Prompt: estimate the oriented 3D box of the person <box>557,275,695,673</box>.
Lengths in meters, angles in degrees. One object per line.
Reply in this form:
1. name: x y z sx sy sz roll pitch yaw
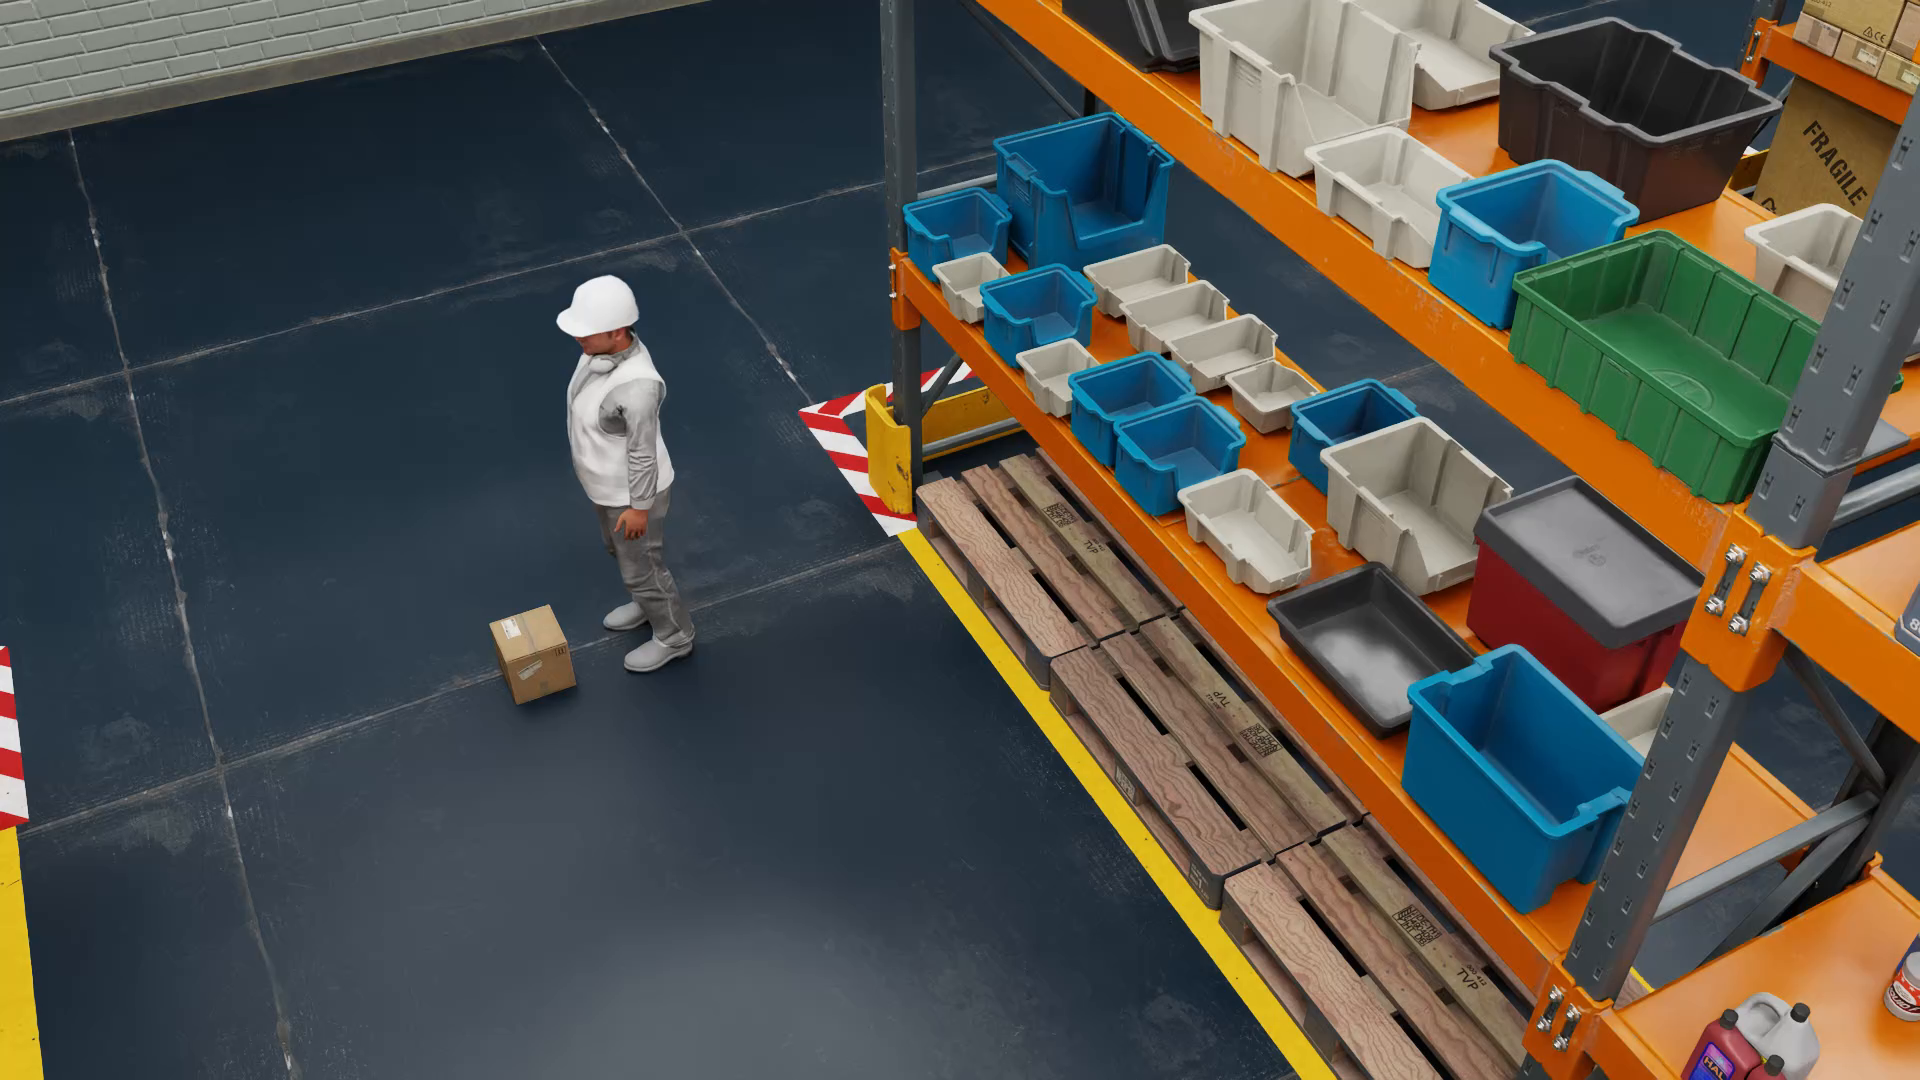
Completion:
1. person: -1.293 -0.242 6.425 0.360 1.767 0.532 -18 44 -19
